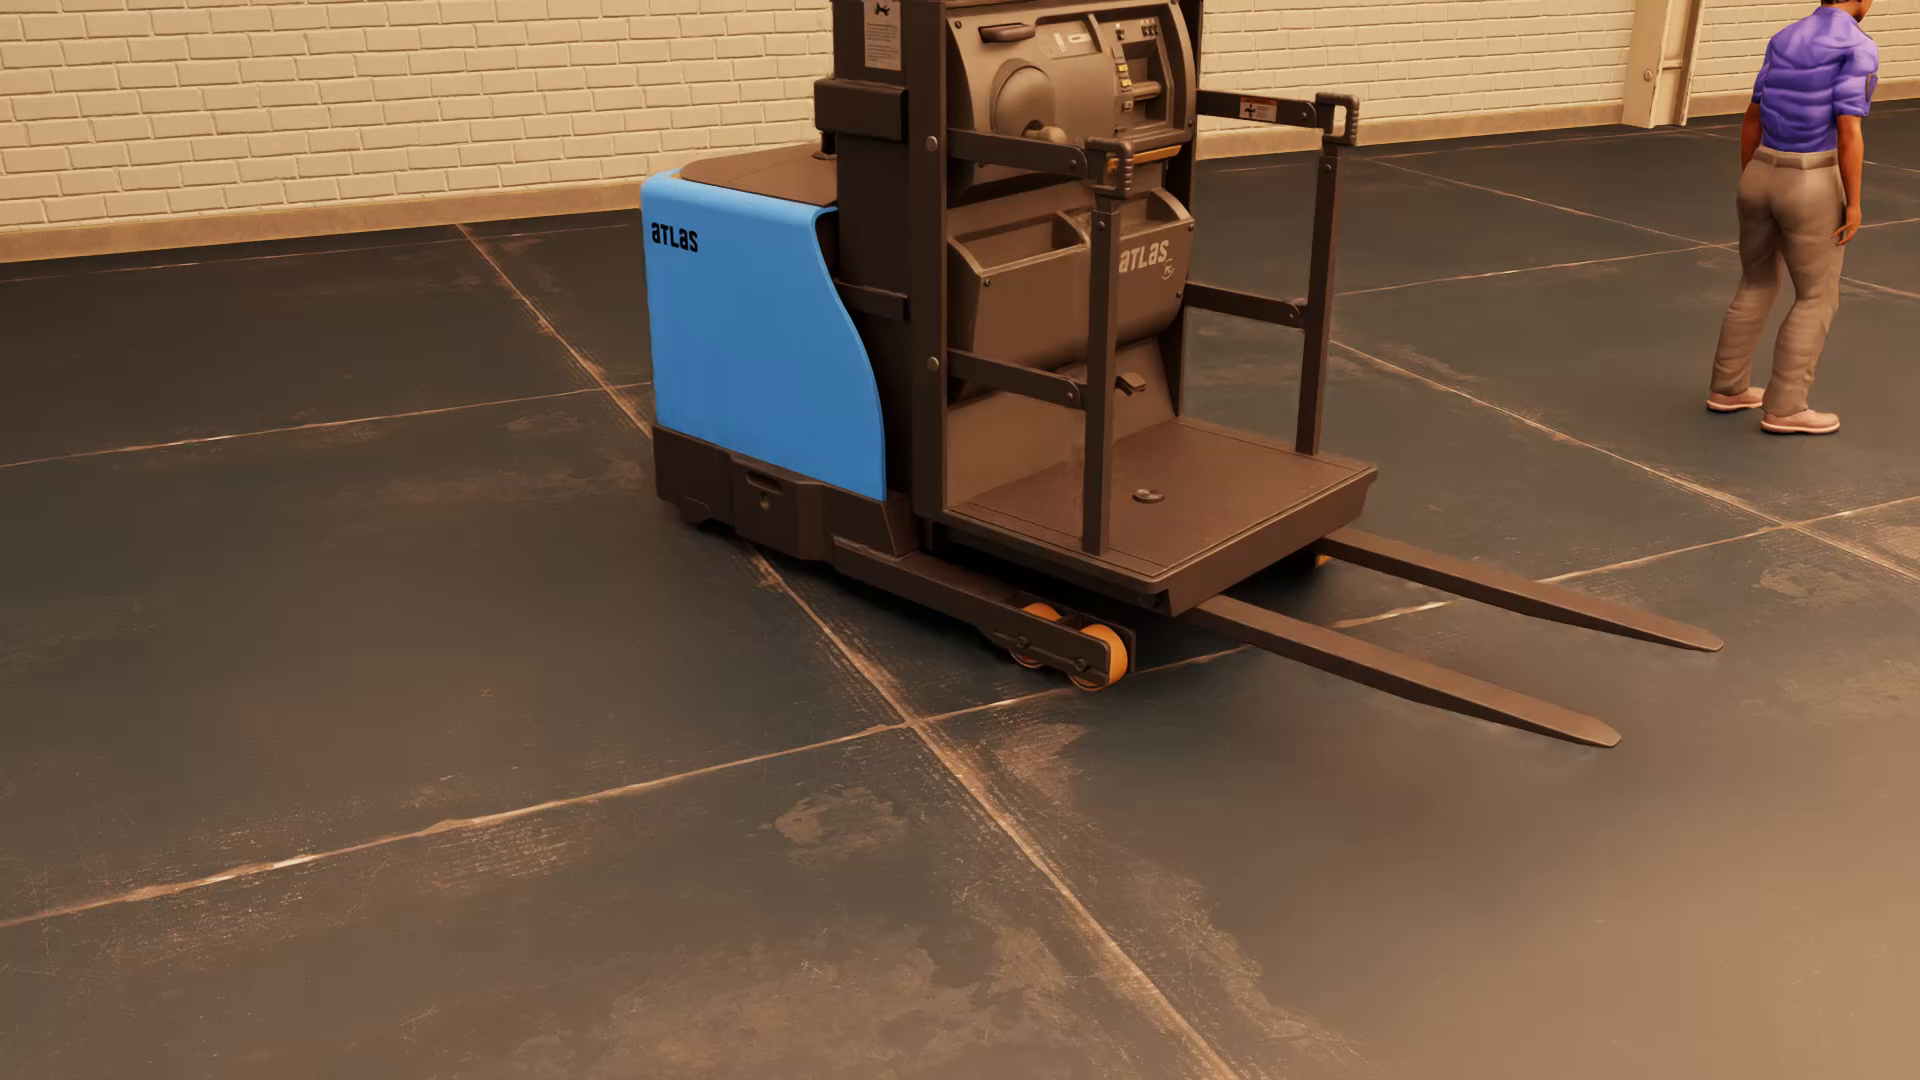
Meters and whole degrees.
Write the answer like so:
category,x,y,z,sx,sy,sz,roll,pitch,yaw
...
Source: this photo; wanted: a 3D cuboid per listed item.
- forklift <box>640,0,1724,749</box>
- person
category,x,y,z,sx,sy,sz,roll,pitch,yaw
forklift,0.466,-1.199,4.172,3.031,2.935,1.130,19,29,38
person,2.978,-1.221,5.896,0.350,1.655,0.505,-9,24,-20
